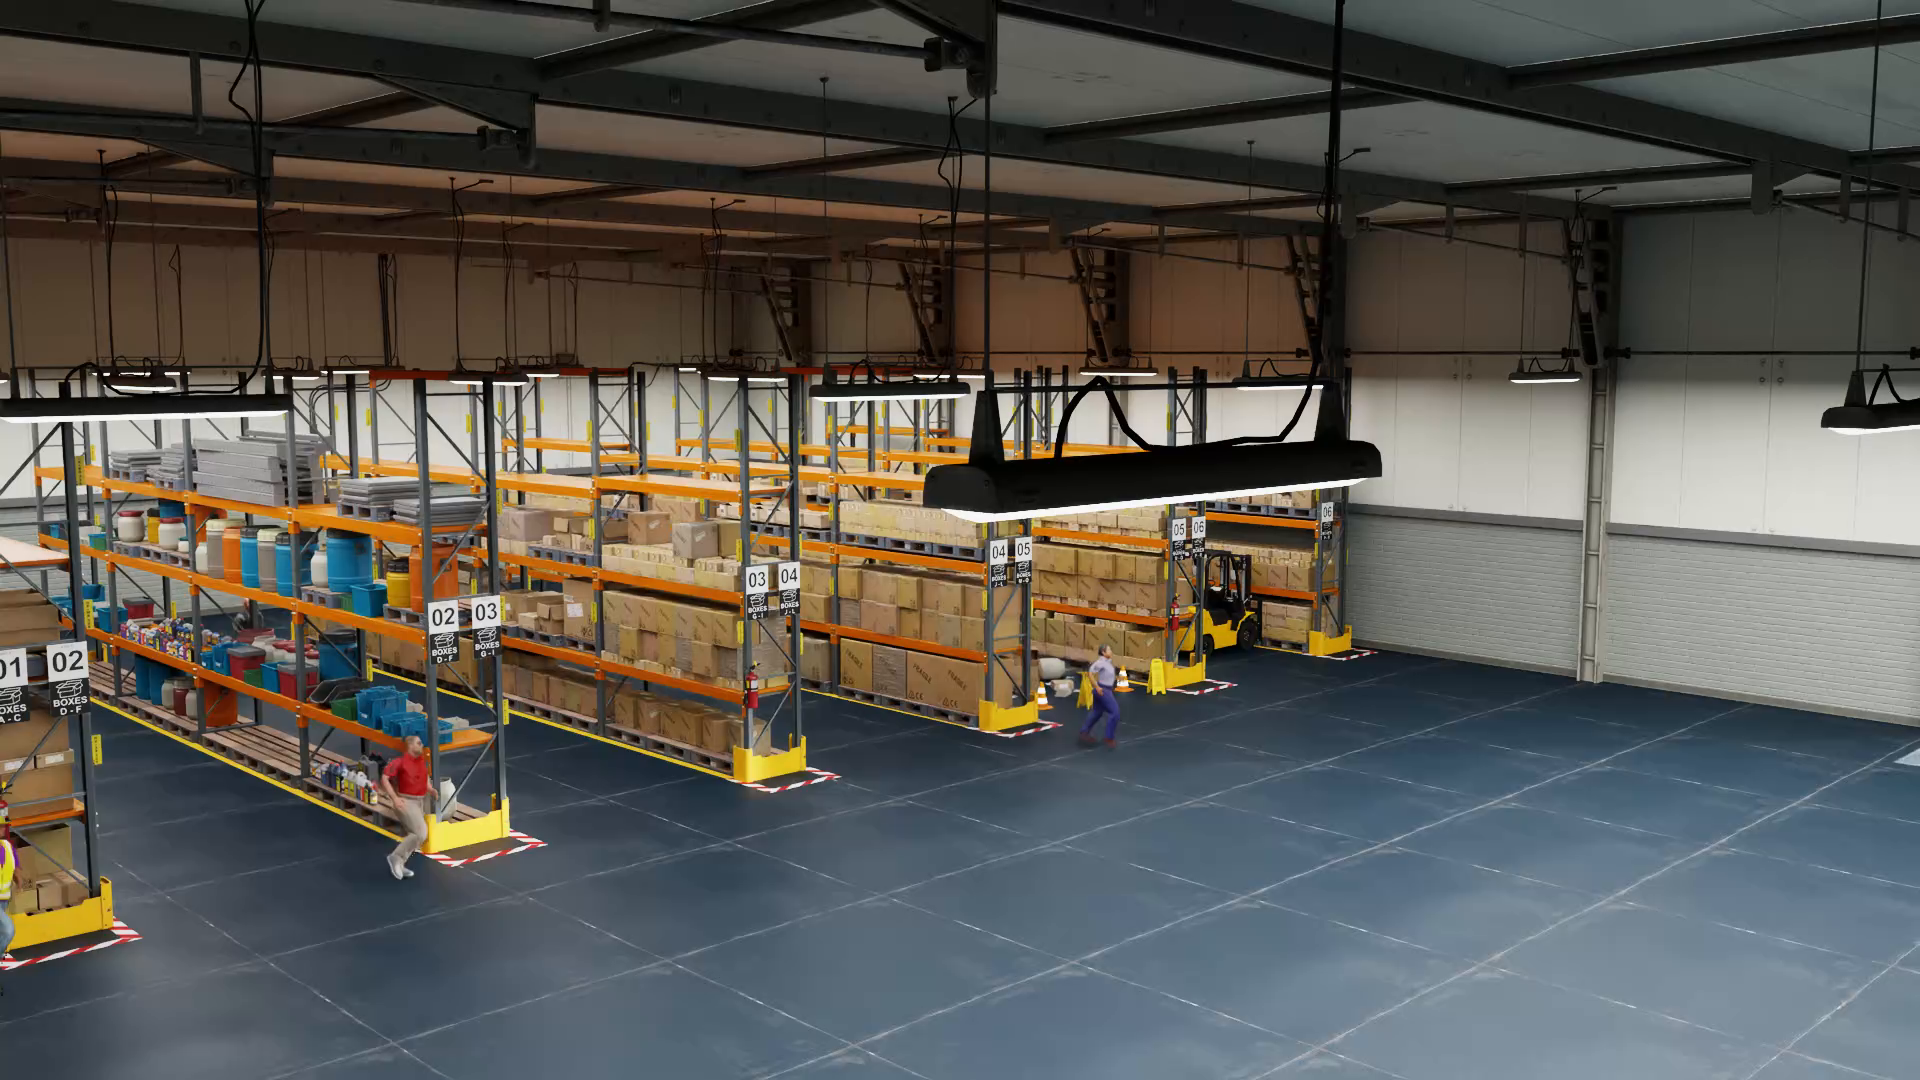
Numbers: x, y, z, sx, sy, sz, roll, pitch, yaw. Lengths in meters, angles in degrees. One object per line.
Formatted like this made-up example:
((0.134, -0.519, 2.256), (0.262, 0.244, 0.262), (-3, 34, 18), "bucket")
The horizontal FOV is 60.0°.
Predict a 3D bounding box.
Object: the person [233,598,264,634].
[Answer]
((-13.450, 1.932, 31.618), (0.601, 1.674, 0.655), (5, 8, 38), "person")

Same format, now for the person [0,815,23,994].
((-9.671, 3.596, 16.602), (0.685, 1.723, 0.722), (1, 7, 11), "person")

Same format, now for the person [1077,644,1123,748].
((2.262, 2.508, 26.786), (0.737, 1.710, 0.583), (1, 6, 6), "person")

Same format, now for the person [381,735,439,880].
((-6.633, 3.222, 20.208), (0.574, 1.675, 0.720), (1, 7, 9), "person")
